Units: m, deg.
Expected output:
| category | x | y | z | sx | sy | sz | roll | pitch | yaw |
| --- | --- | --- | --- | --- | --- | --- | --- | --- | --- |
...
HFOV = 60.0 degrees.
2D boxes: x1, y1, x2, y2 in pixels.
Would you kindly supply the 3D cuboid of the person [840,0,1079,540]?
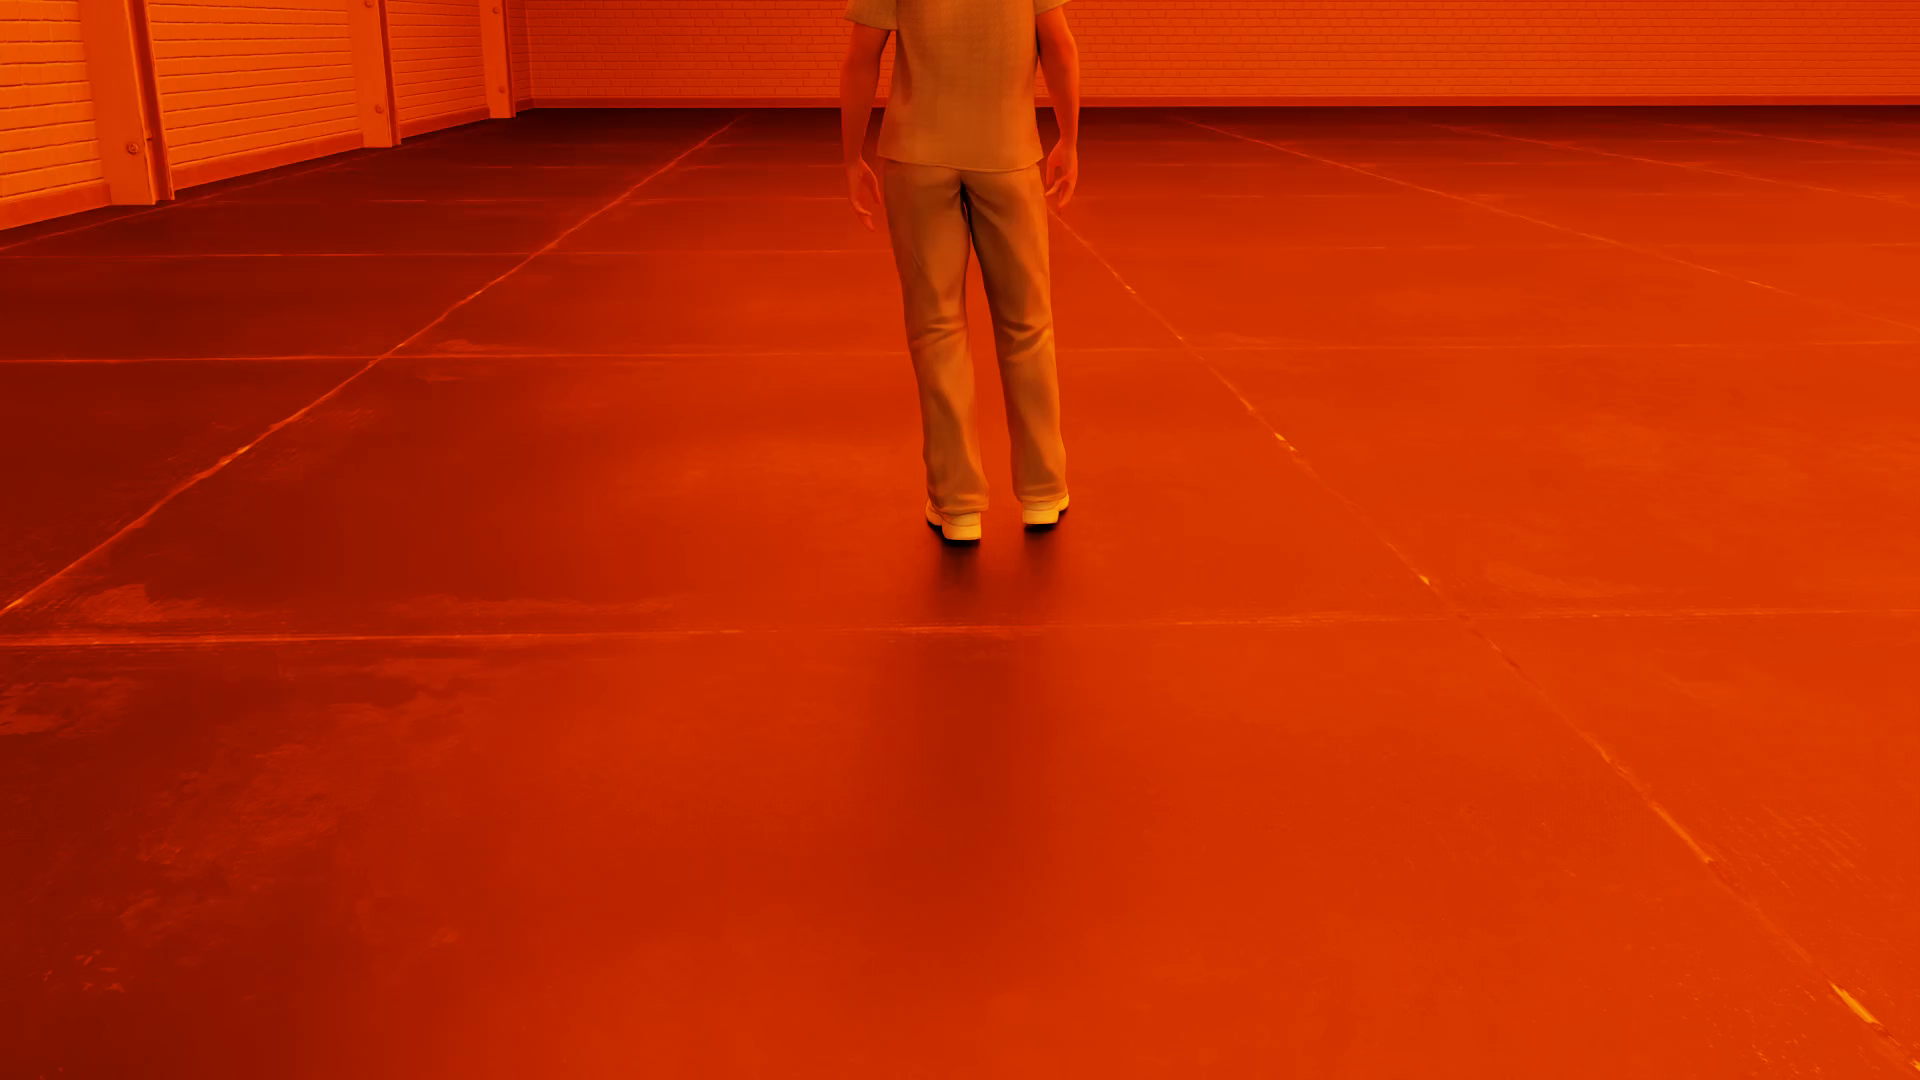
| category | x | y | z | sx | sy | sz | roll | pitch | yaw |
| --- | --- | --- | --- | --- | --- | --- | --- | --- | --- |
| person | 0.010 | -0.830 | 3.742 | 0.549 | 1.673 | 0.548 | -1 | 17 | -3 |
